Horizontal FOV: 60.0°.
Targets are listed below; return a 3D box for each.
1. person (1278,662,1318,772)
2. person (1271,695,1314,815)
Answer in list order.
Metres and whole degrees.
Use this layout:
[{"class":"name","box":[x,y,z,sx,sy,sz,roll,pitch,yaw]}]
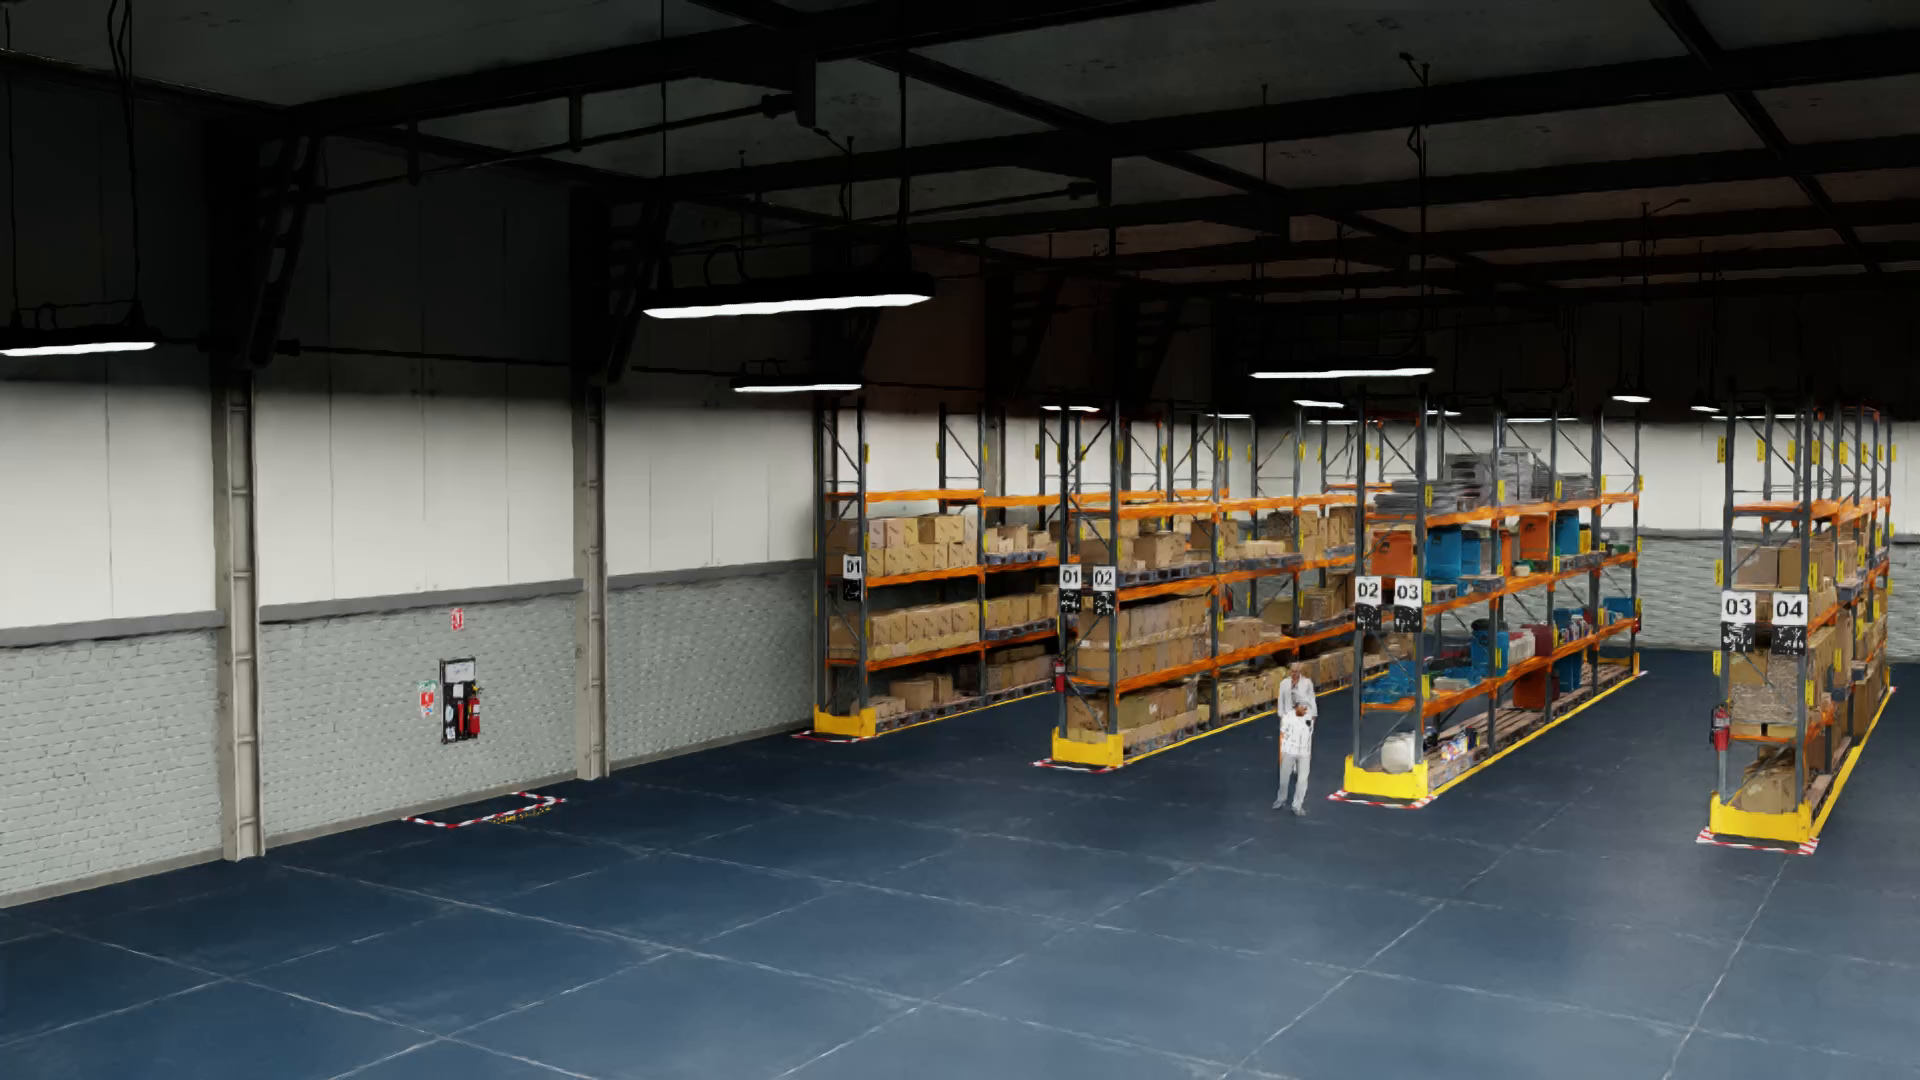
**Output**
[{"class":"person","box":[5.282,2.760,26.162,0.600,1.699,1.176,2,3,30]},{"class":"person","box":[4.640,2.967,23.151,0.545,1.650,0.589,0,3,-4]}]
